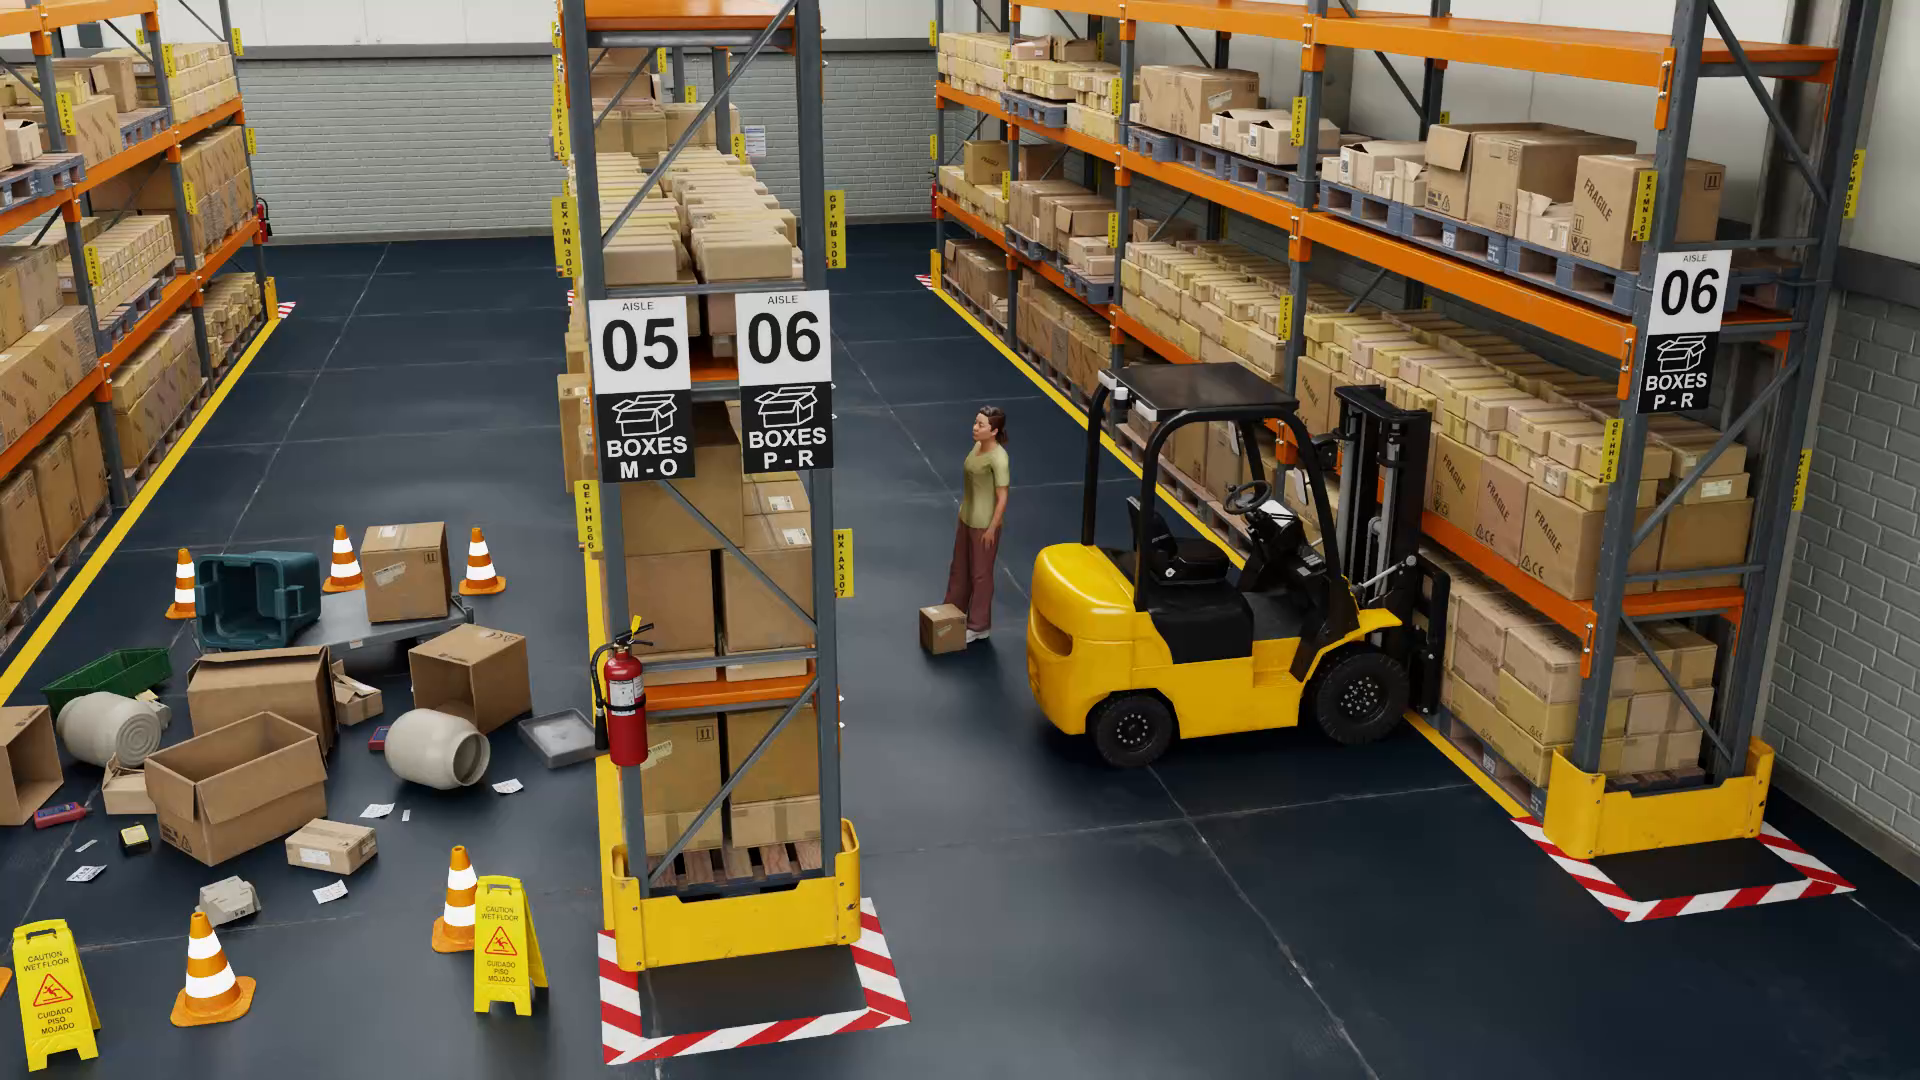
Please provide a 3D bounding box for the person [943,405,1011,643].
[{"bbox_3d":[0.071,-0.104,11.335,0.549,1.676,0.554,-7,21,-20],"label":"person"}]
